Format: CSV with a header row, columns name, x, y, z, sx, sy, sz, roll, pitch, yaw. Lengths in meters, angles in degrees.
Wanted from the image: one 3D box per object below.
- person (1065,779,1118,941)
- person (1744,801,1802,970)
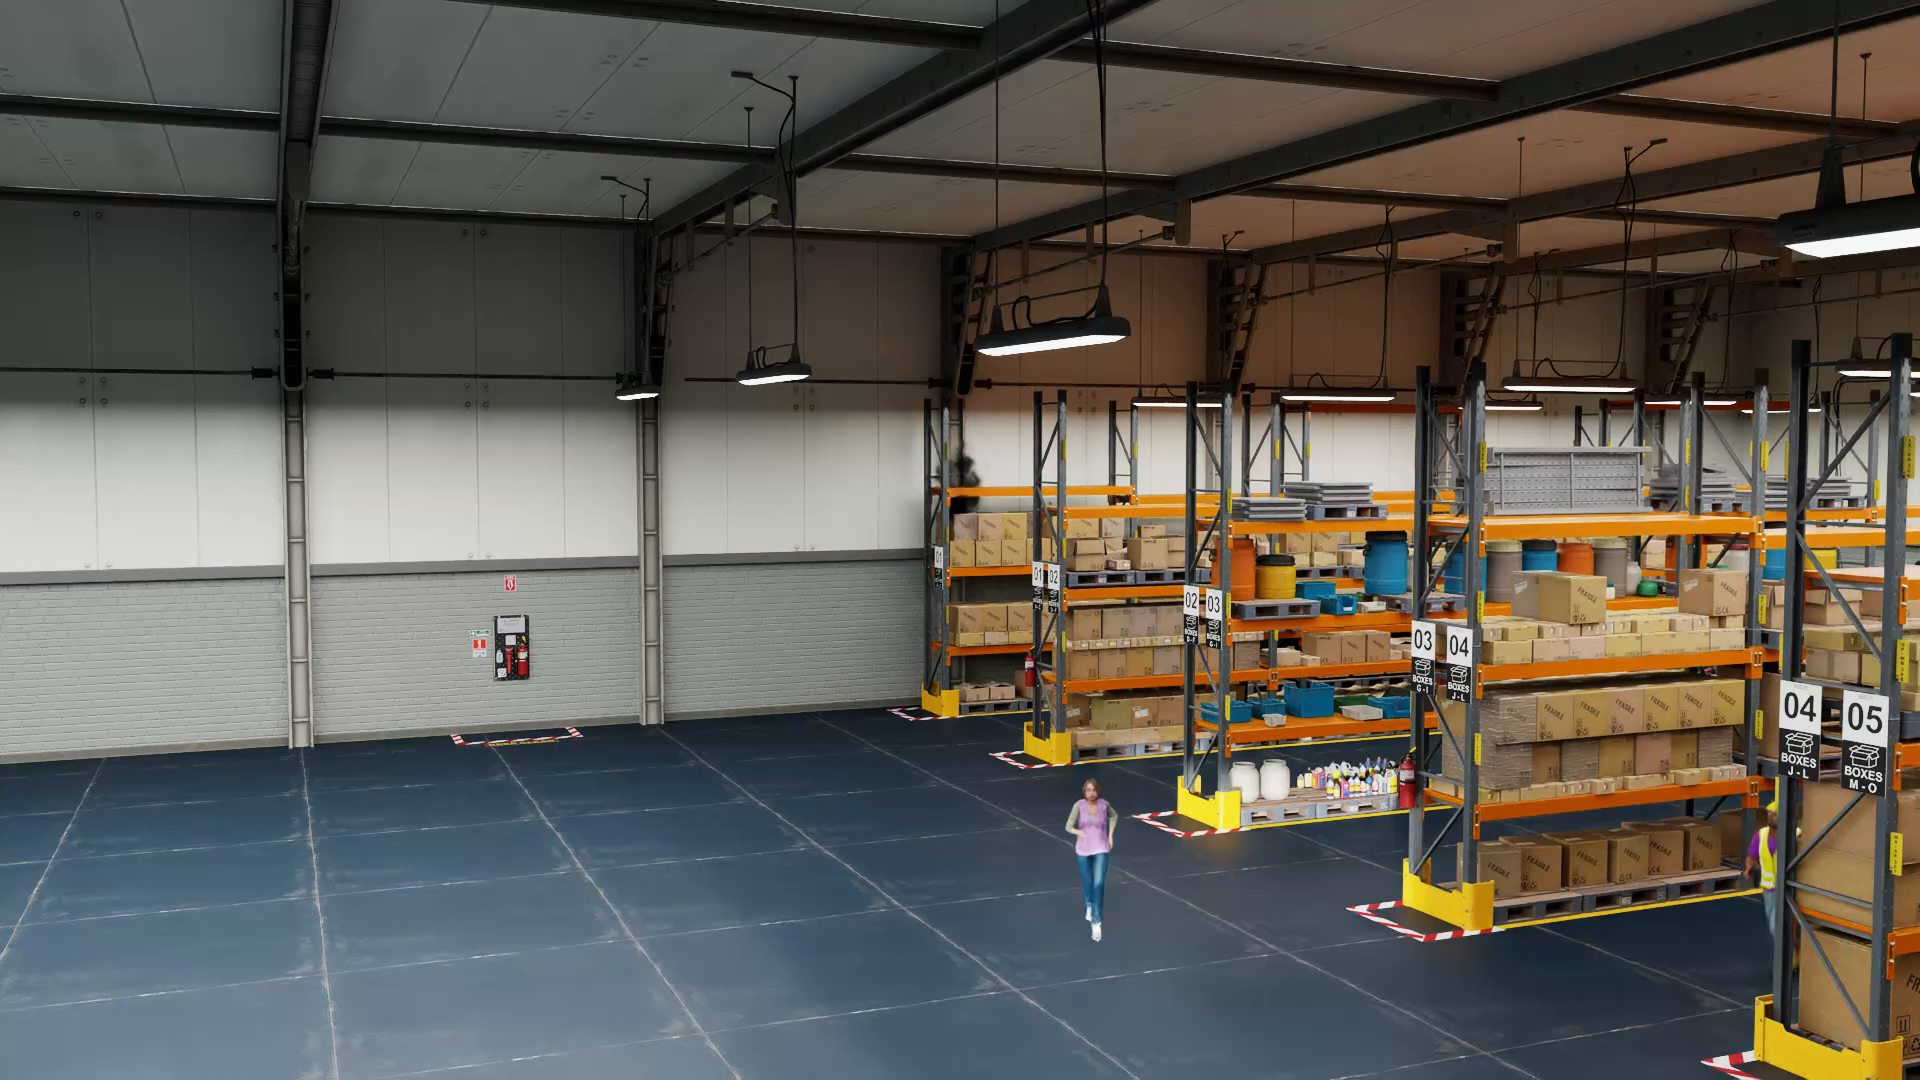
name,x,y,z,sx,sy,sz,roll,pitch,yaw
person,1.384,3.319,17.555,0.528,1.631,0.751,1,3,10
person,7.886,3.353,15.952,0.743,1.714,0.726,-2,4,-30
